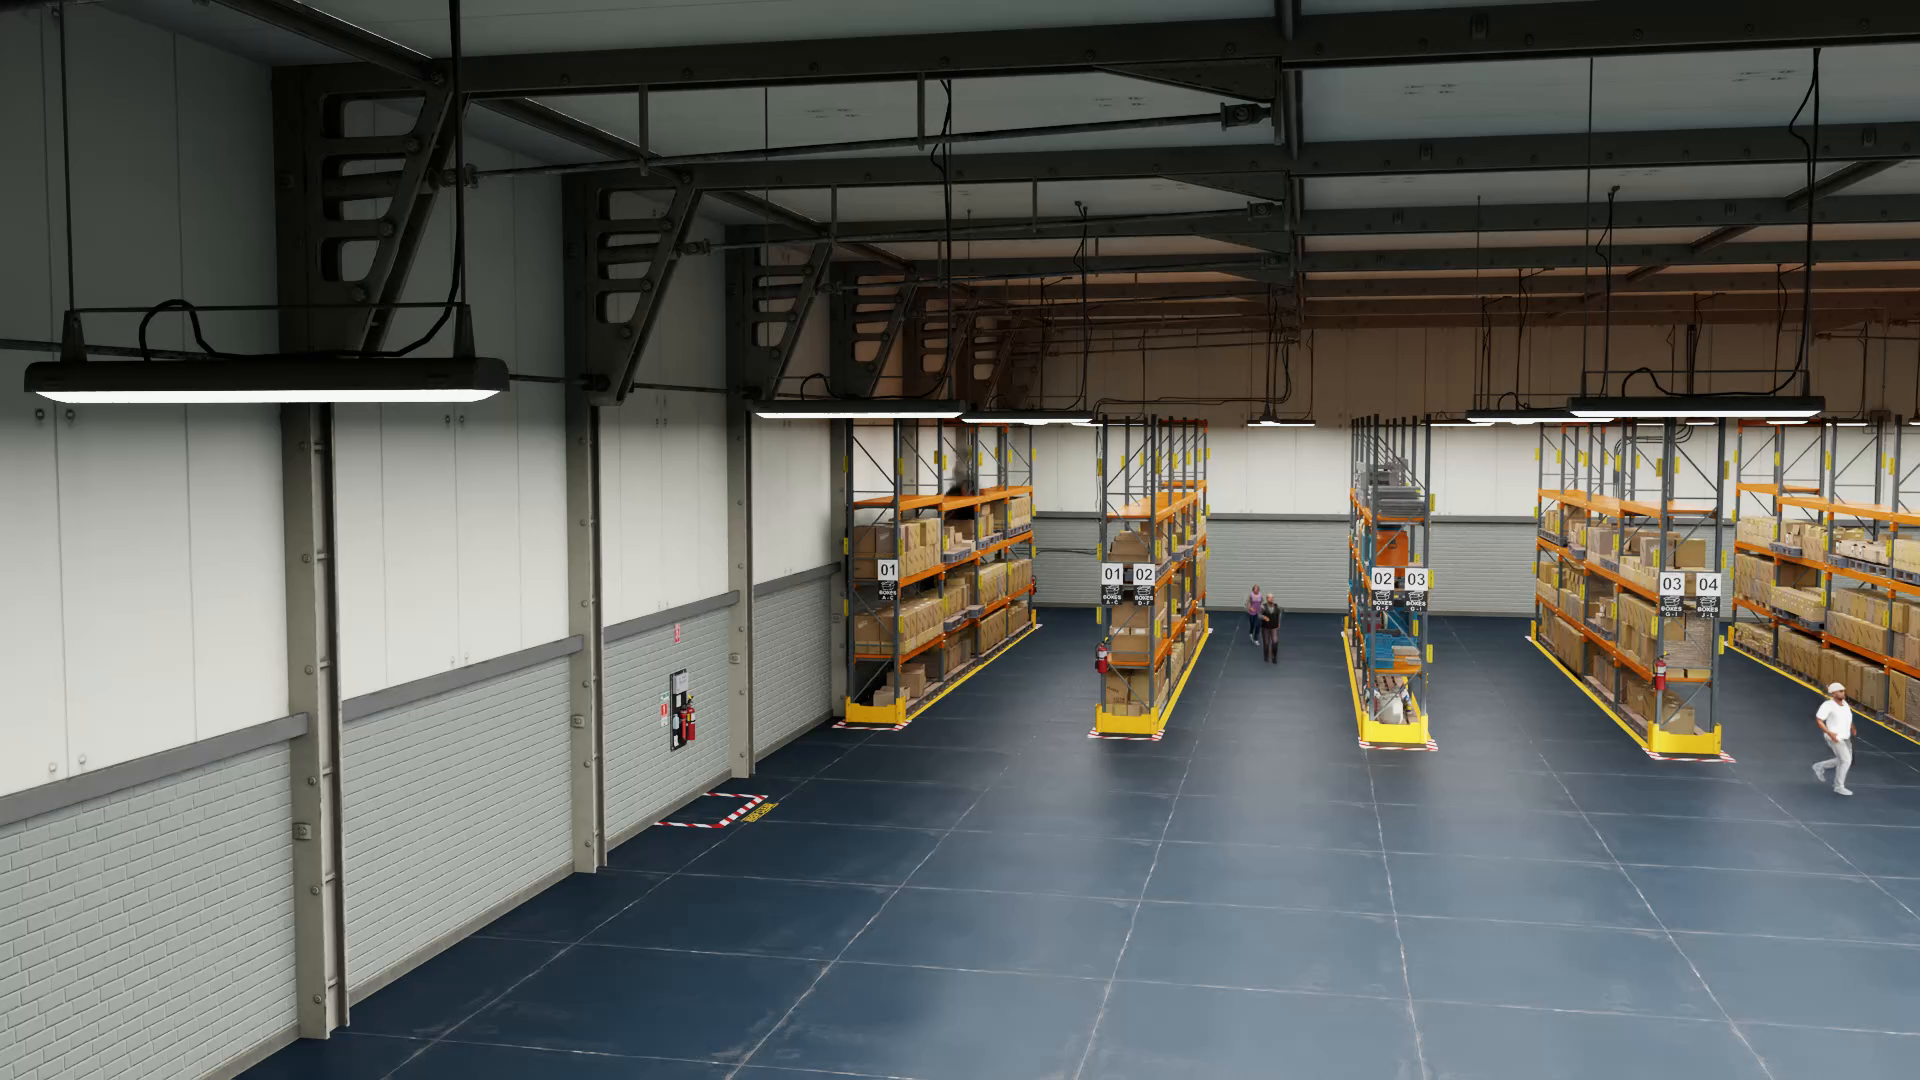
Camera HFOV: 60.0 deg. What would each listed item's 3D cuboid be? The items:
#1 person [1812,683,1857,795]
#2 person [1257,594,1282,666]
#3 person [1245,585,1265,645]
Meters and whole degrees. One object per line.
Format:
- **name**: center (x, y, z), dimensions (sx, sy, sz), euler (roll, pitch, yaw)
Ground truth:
- **person**: center (13.810, 3.114, 26.269), dimensions (0.693, 1.744, 0.669), euler (-3, 5, -34)
- **person**: center (7.540, 2.178, 40.478), dimensions (0.604, 1.755, 0.803), euler (0, 4, 7)
- **person**: center (7.876, 1.994, 44.411), dimensions (0.545, 1.571, 0.768), euler (0, 4, 0)
